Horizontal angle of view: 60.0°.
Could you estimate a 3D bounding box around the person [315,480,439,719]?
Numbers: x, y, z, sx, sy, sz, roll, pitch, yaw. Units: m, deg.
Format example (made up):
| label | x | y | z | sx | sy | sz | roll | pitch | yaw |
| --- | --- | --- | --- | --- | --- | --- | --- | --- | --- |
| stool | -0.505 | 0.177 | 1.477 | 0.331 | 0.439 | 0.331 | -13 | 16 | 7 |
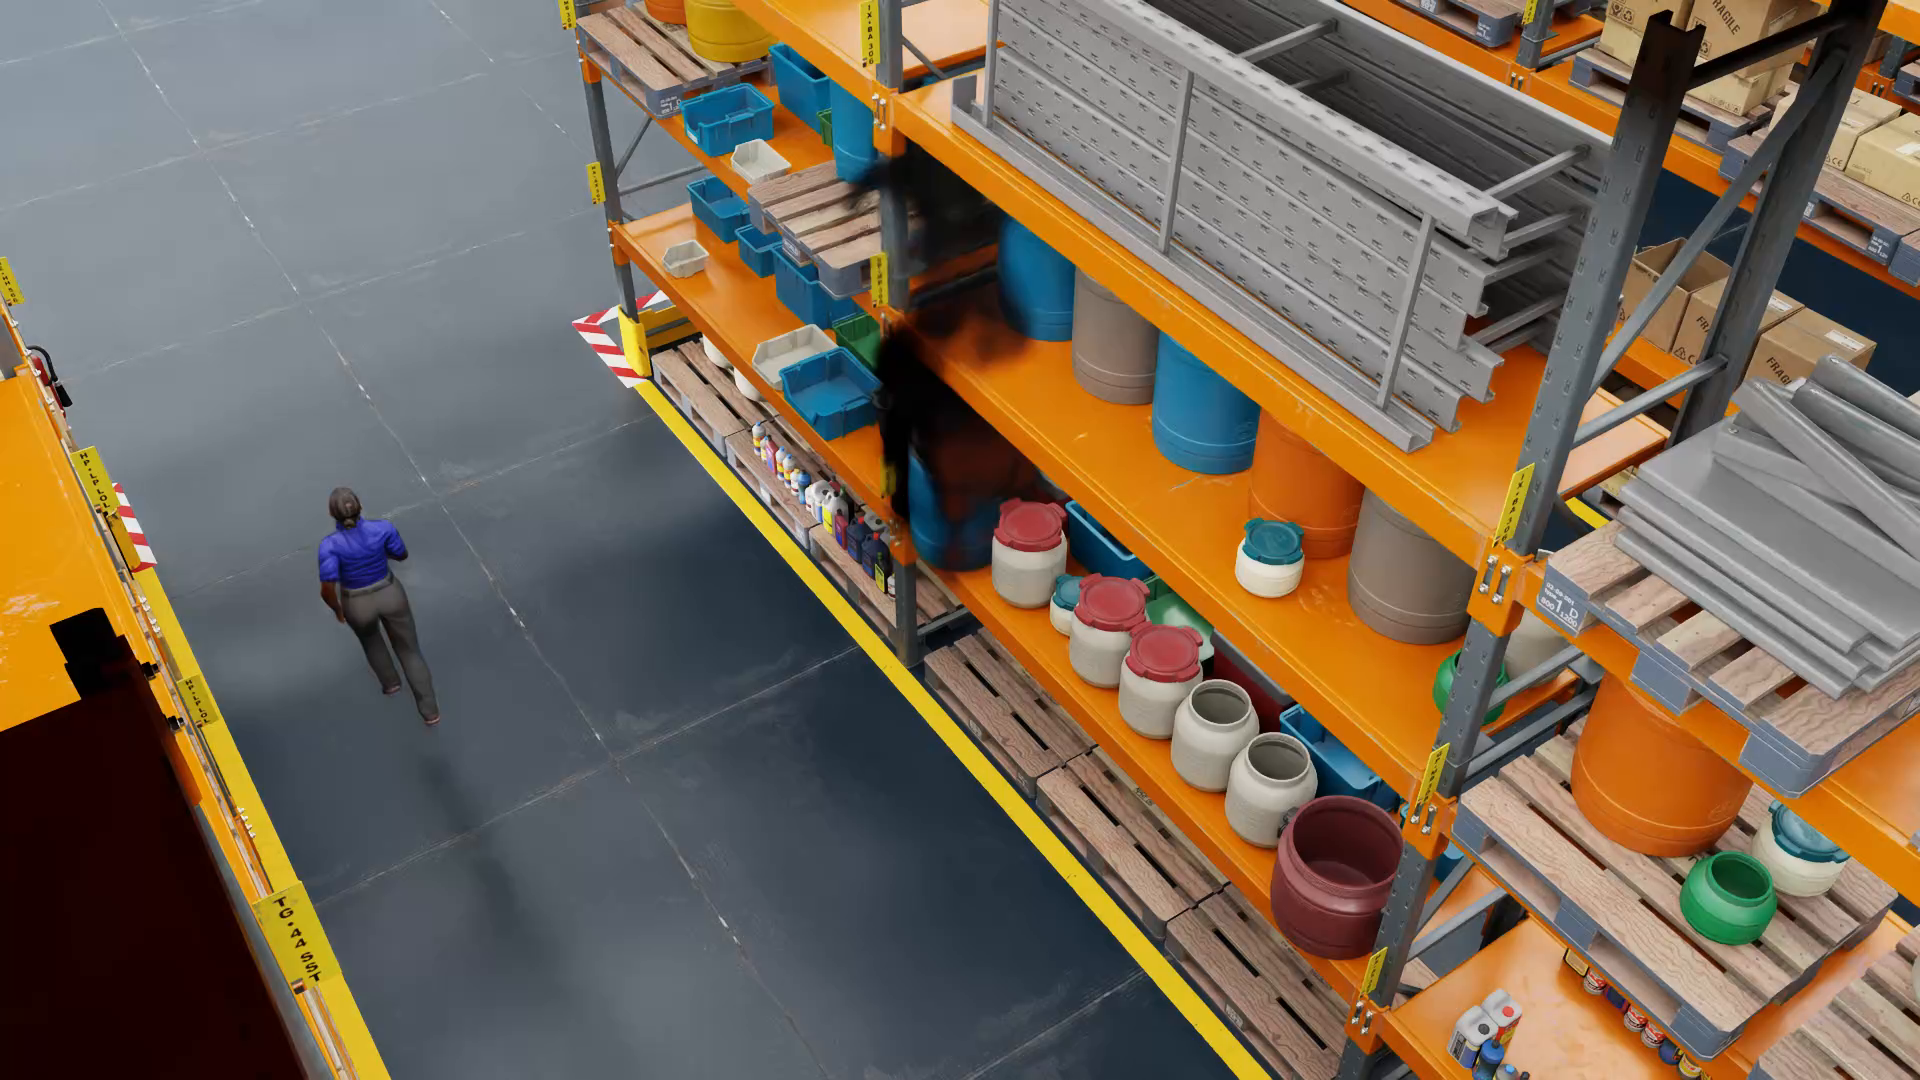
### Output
| label | x | y | z | sx | sy | sz | roll | pitch | yaw |
| --- | --- | --- | --- | --- | --- | --- | --- | --- | --- |
| person | -3.431 | 0.366 | 9.750 | 0.525 | 1.749 | 0.770 | -20 | 46 | -20 |
